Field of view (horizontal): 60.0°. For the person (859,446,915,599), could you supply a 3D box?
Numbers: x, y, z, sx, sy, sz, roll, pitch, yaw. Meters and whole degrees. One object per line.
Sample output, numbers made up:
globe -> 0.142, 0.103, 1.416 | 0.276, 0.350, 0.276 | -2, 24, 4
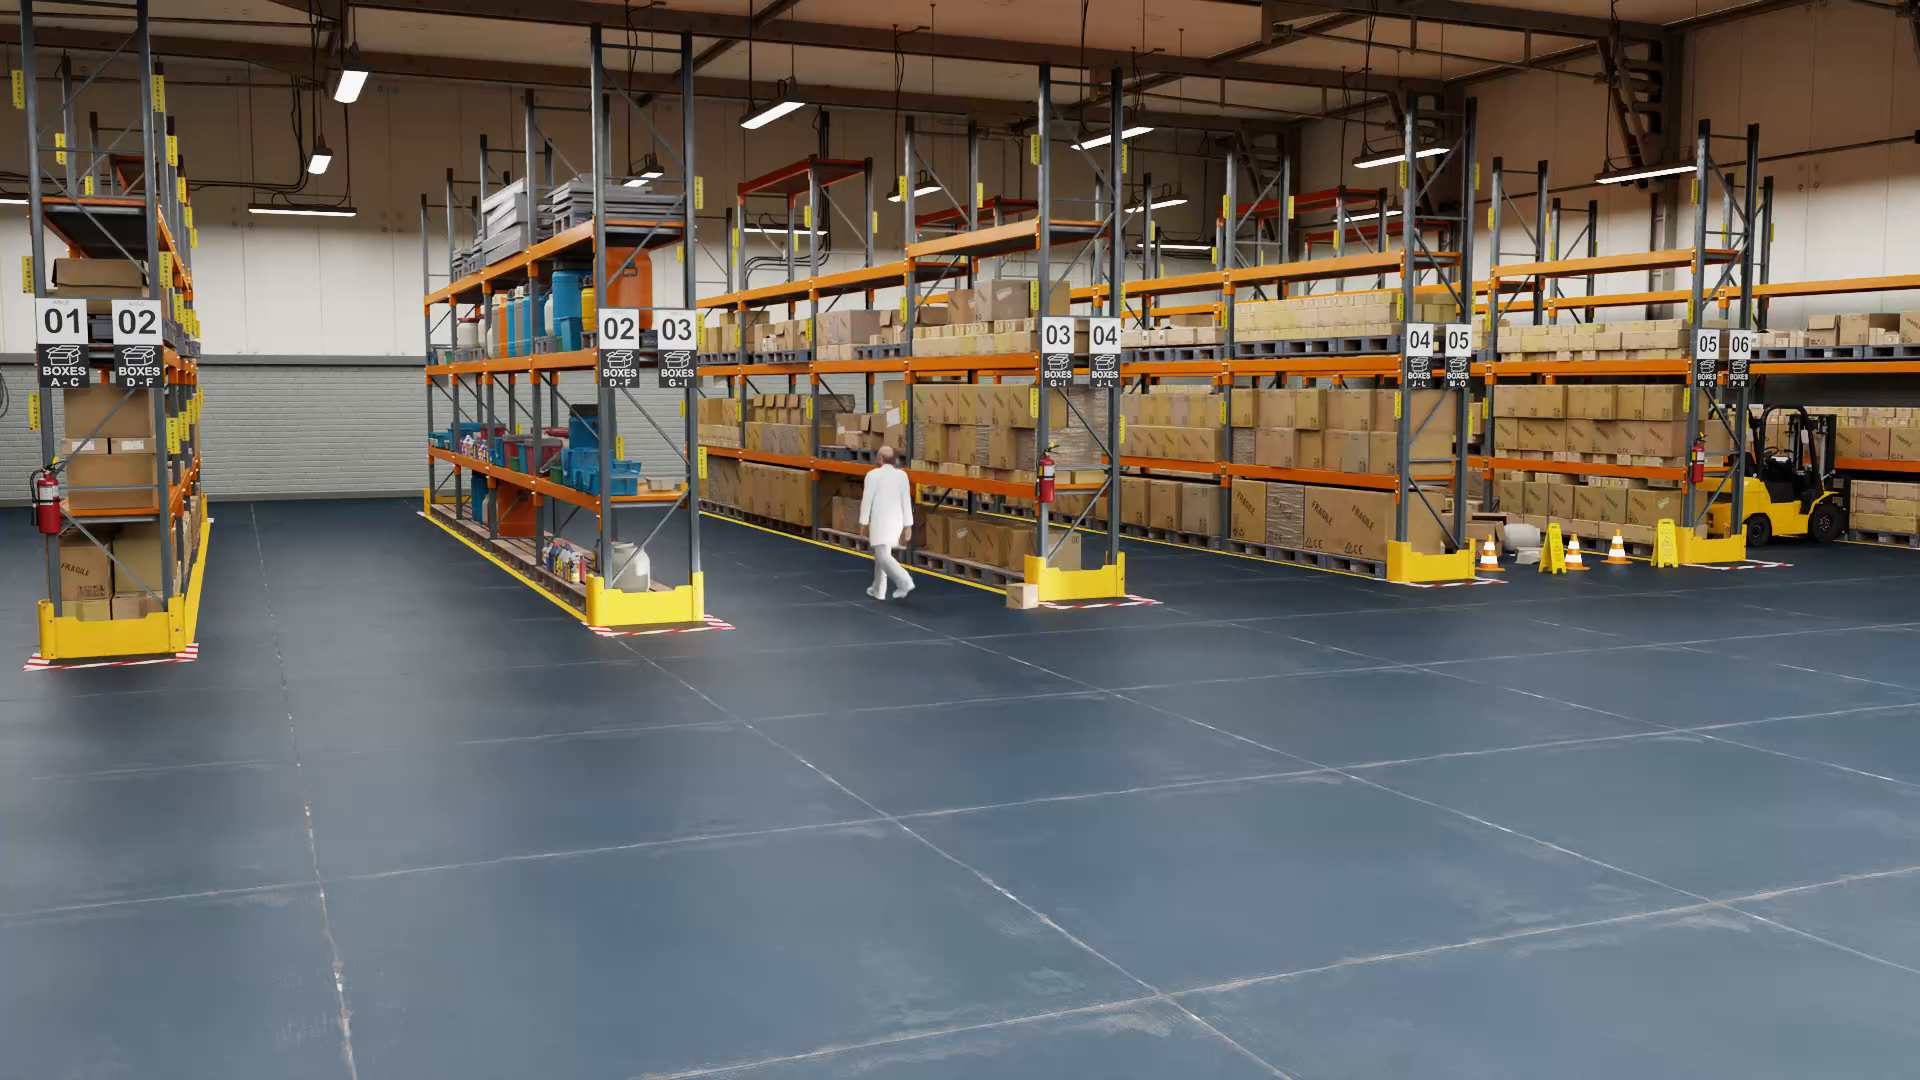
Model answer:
person -> -0.811, -0.179, 18.622 | 0.602, 1.740, 1.064 | -4, 7, -37
